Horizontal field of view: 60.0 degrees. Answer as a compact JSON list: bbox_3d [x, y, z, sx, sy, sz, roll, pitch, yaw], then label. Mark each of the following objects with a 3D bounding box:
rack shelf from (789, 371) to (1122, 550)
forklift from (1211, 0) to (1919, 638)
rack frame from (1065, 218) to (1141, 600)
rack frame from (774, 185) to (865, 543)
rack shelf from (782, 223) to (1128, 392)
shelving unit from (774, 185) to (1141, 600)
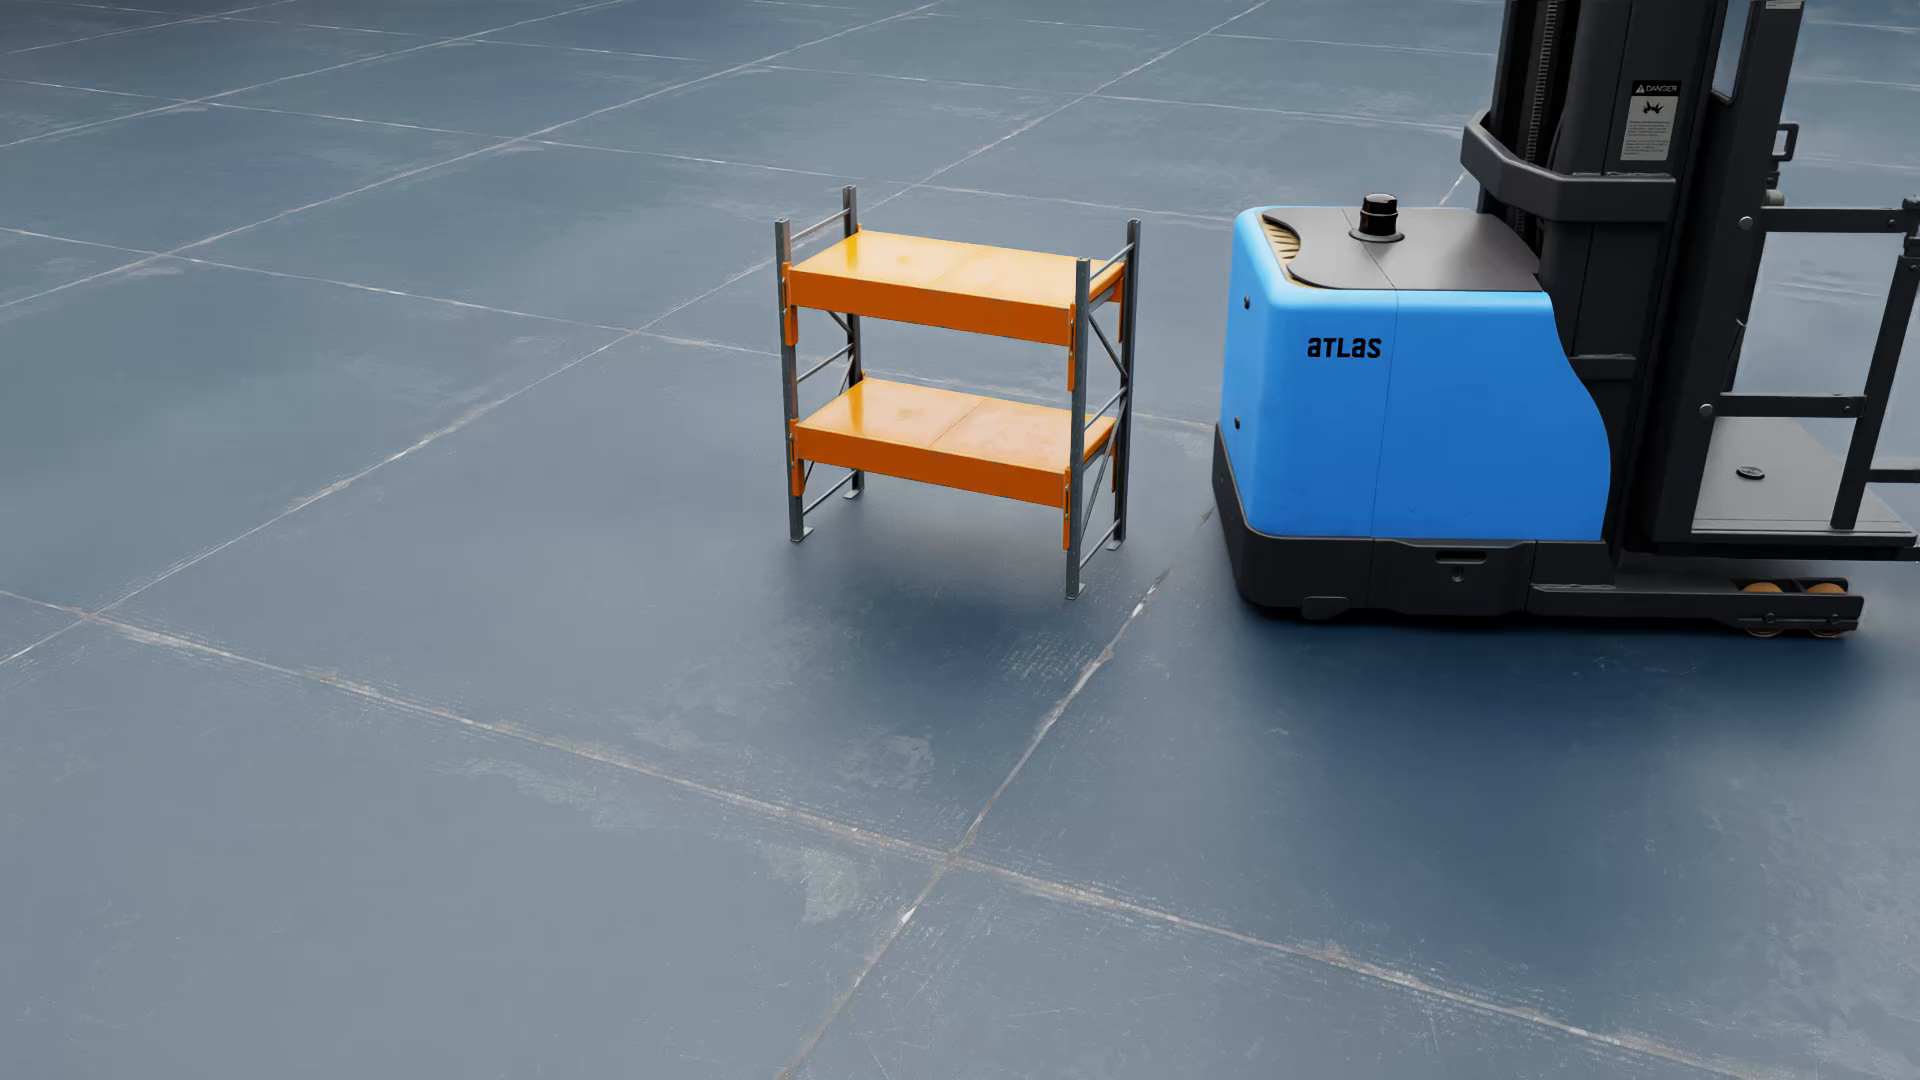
[{"bbox_3d":[-0.006,-0.287,5.612,1.000,0.278,0.538,11,28,22],"label":"rack shelf"},{"bbox_3d":[2.410,-1.252,4.974,3.031,2.935,1.130,1,26,2],"label":"forklift"},{"bbox_3d":[0.457,-0.413,5.315,0.032,1.125,0.500,11,28,22],"label":"rack frame"},{"bbox_3d":[-0.469,-0.599,5.693,0.032,1.125,0.500,11,28,22],"label":"rack frame"},{"bbox_3d":[-0.006,-0.768,5.375,1.000,0.278,0.538,11,28,22],"label":"rack shelf"},{"bbox_3d":[-0.006,-0.506,5.504,1.048,1.125,0.538,11,28,22],"label":"shelving unit"}]
